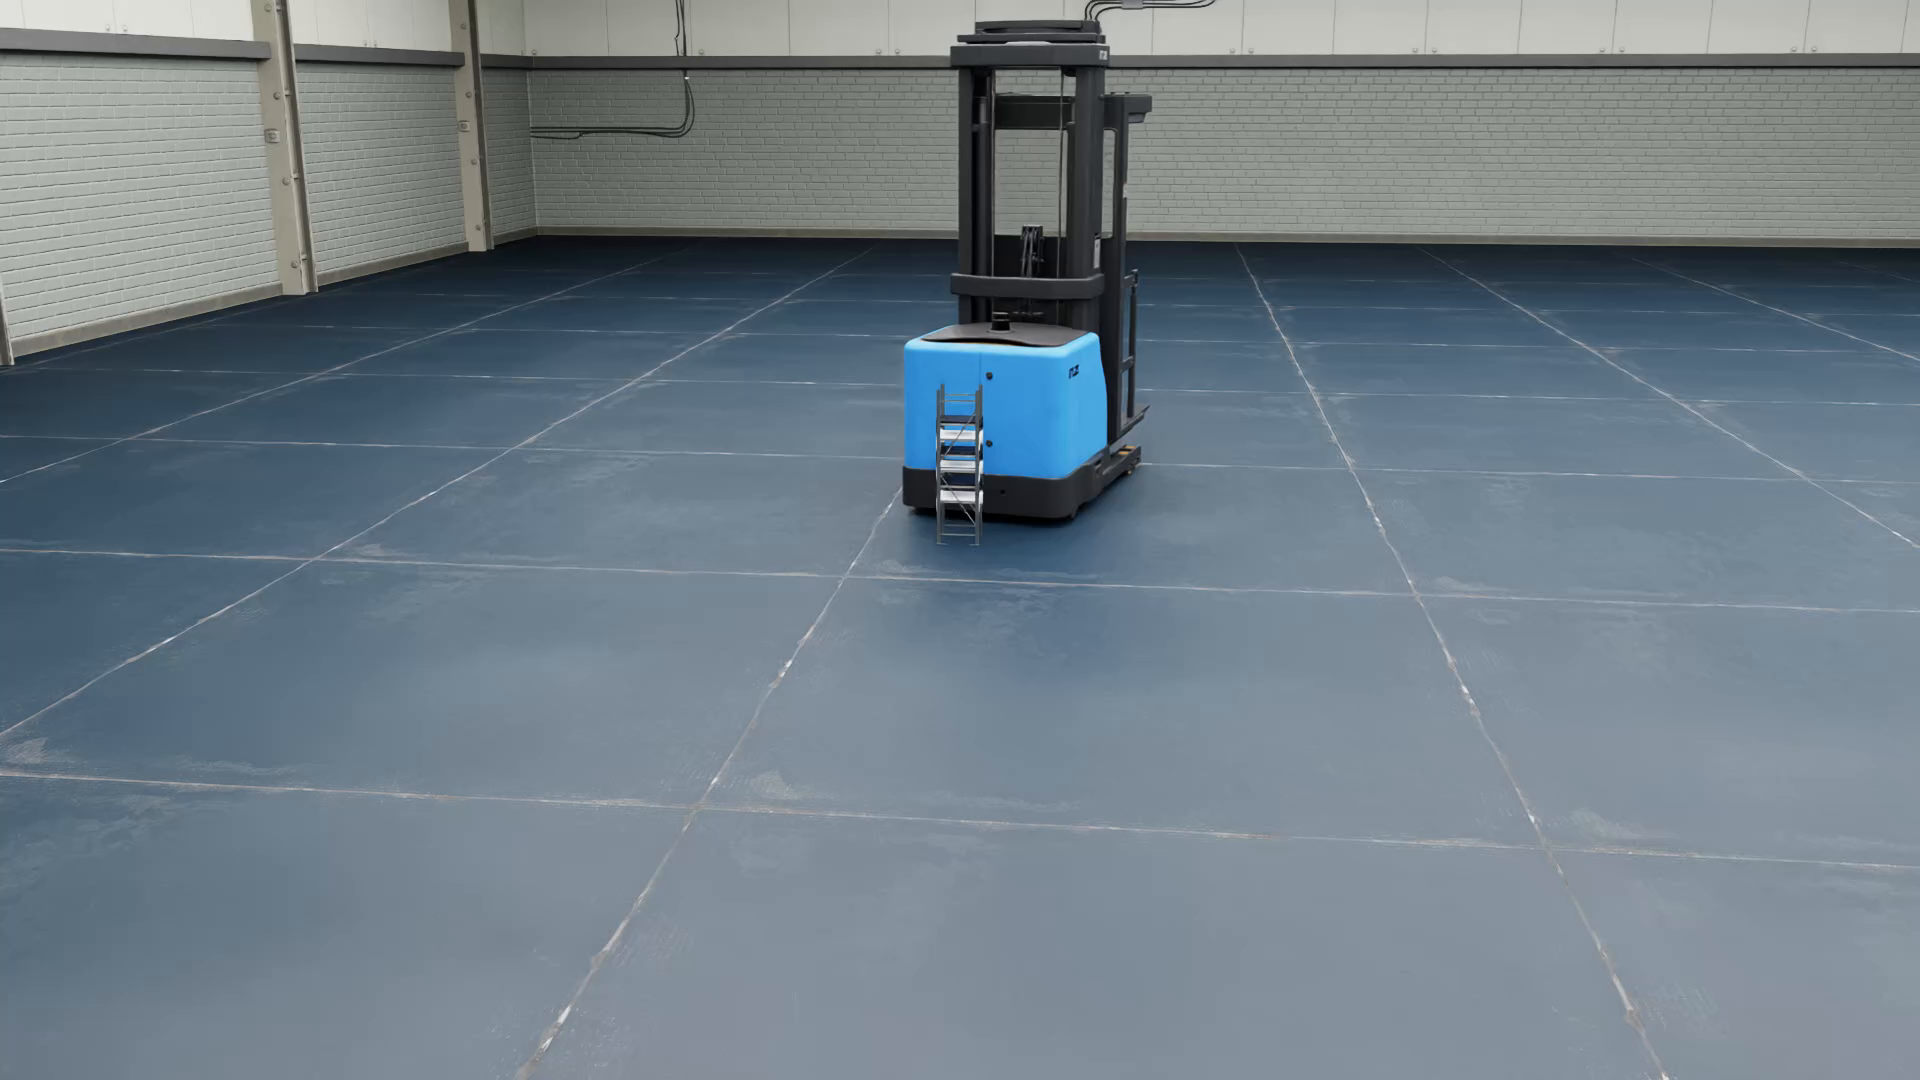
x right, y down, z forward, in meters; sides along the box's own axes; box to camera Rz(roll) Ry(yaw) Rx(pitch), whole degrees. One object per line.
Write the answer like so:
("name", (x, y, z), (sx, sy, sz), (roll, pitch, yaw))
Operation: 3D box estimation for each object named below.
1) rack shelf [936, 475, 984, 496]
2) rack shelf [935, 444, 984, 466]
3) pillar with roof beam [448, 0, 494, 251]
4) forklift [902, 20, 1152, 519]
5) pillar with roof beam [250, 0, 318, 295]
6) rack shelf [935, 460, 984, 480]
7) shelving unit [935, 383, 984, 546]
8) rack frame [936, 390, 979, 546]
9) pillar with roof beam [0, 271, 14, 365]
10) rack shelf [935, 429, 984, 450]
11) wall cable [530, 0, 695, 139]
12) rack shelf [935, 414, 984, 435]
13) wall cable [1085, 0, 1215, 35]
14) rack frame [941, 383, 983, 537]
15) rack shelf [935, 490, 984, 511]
("rack shelf", (-0.001, -0.313, 9.569), (0.258, 0.077, 0.200), (2, 15, 6))
("rack shelf", (-0.001, -0.487, 9.522), (0.258, 0.077, 0.200), (2, 15, 6))
("pillar with roof beam", (-3.565, -8.962, 25.565), (9.100, 9.000, 0.400), (2, 15, 6))
("forklift", (0.615, -1.883, 11.012), (1.130, 2.935, 3.031), (5, 16, 19))
("pillar with roof beam", (-4.242, -7.406, 19.810), (9.100, 9.000, 0.400), (2, 15, 6))
("rack shelf", (-0.001, -0.400, 9.546), (0.258, 0.077, 0.200), (2, 15, 6))
("shelving unit", (-0.001, -0.432, 9.537), (0.258, 0.900, 0.210), (2, 15, 6))
("rack frame", (-0.012, -0.406, 9.439), (0.240, 0.900, 0.006), (2, 15, 6))
("pillar with roof beam", (-4.919, -5.849, 14.055), (9.100, 9.000, 0.400), (2, 15, 6))
("rack shelf", (-0.001, -0.574, 9.499), (0.258, 0.077, 0.200), (2, 15, 6))
("wall cable", (-6.196, -8.315, 29.121), (3.097, 2.526, 0.112), (2, 15, 6))
("rack shelf", (-0.001, -0.661, 9.475), (0.258, 0.077, 0.200), (2, 15, 6))
("wall cable", (3.235, -11.172, 27.223), (2.305, 6.003, 0.169), (2, 15, 6))
("rack frame", (0.011, -0.459, 9.634), (0.240, 0.900, 0.006), (2, 15, 6))
("rack shelf", (-0.001, -0.226, 9.592), (0.258, 0.077, 0.200), (2, 15, 6))
